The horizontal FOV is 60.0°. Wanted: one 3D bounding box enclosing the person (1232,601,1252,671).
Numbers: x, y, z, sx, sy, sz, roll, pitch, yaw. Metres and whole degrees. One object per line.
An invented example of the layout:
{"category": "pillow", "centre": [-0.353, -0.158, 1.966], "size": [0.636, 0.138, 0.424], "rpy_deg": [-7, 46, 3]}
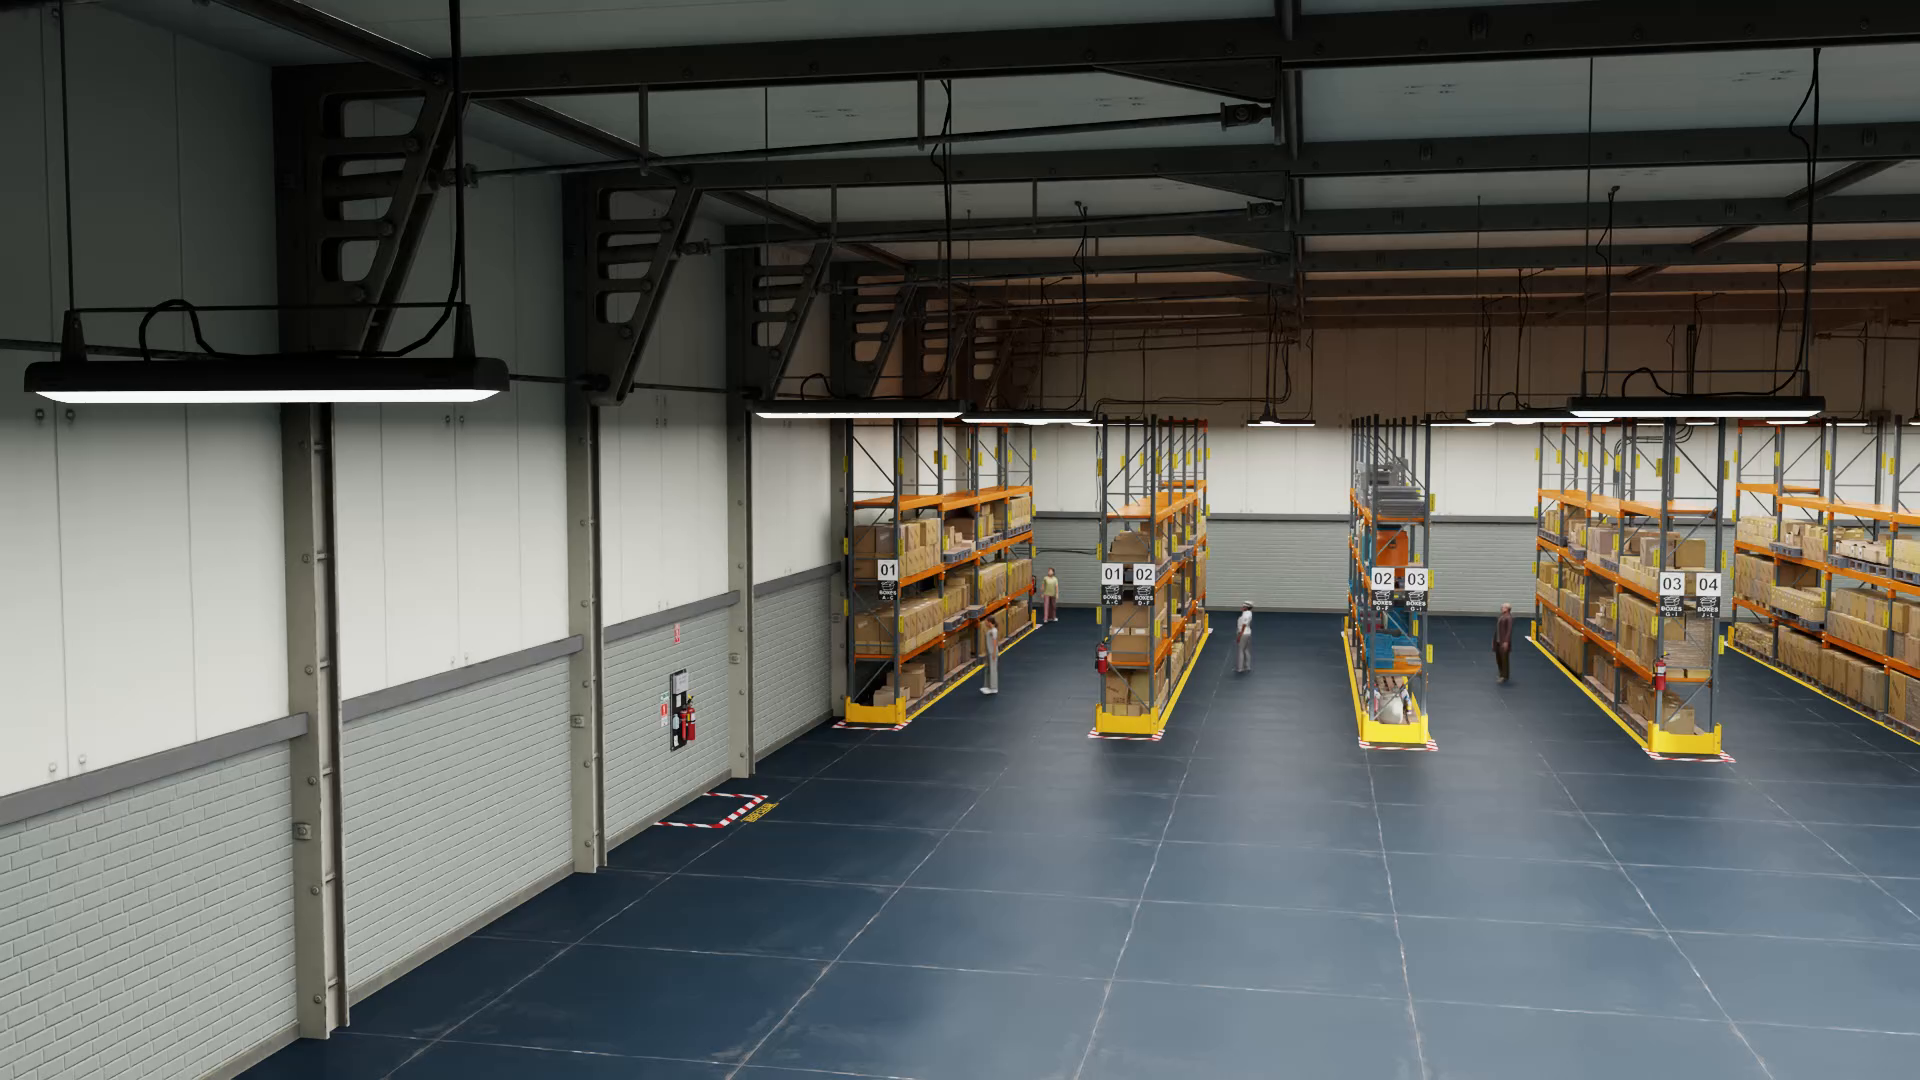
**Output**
{"category": "person", "centre": [6.680, 2.270, 39.335], "size": [0.437, 1.681, 0.532], "rpy_deg": [2, 4, 27]}

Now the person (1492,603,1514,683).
{"category": "person", "centre": [12.344, 2.327, 37.819], "size": [0.574, 1.792, 0.589], "rpy_deg": [-2, 4, -28]}

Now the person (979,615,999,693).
{"category": "person", "centre": [0.640, 2.470, 36.153], "size": [0.408, 1.679, 0.489], "rpy_deg": [-1, 4, -16]}

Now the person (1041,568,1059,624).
{"category": "person", "centre": [2.687, 1.637, 49.185], "size": [0.642, 1.637, 0.843], "rpy_deg": [-1, 4, -14]}
